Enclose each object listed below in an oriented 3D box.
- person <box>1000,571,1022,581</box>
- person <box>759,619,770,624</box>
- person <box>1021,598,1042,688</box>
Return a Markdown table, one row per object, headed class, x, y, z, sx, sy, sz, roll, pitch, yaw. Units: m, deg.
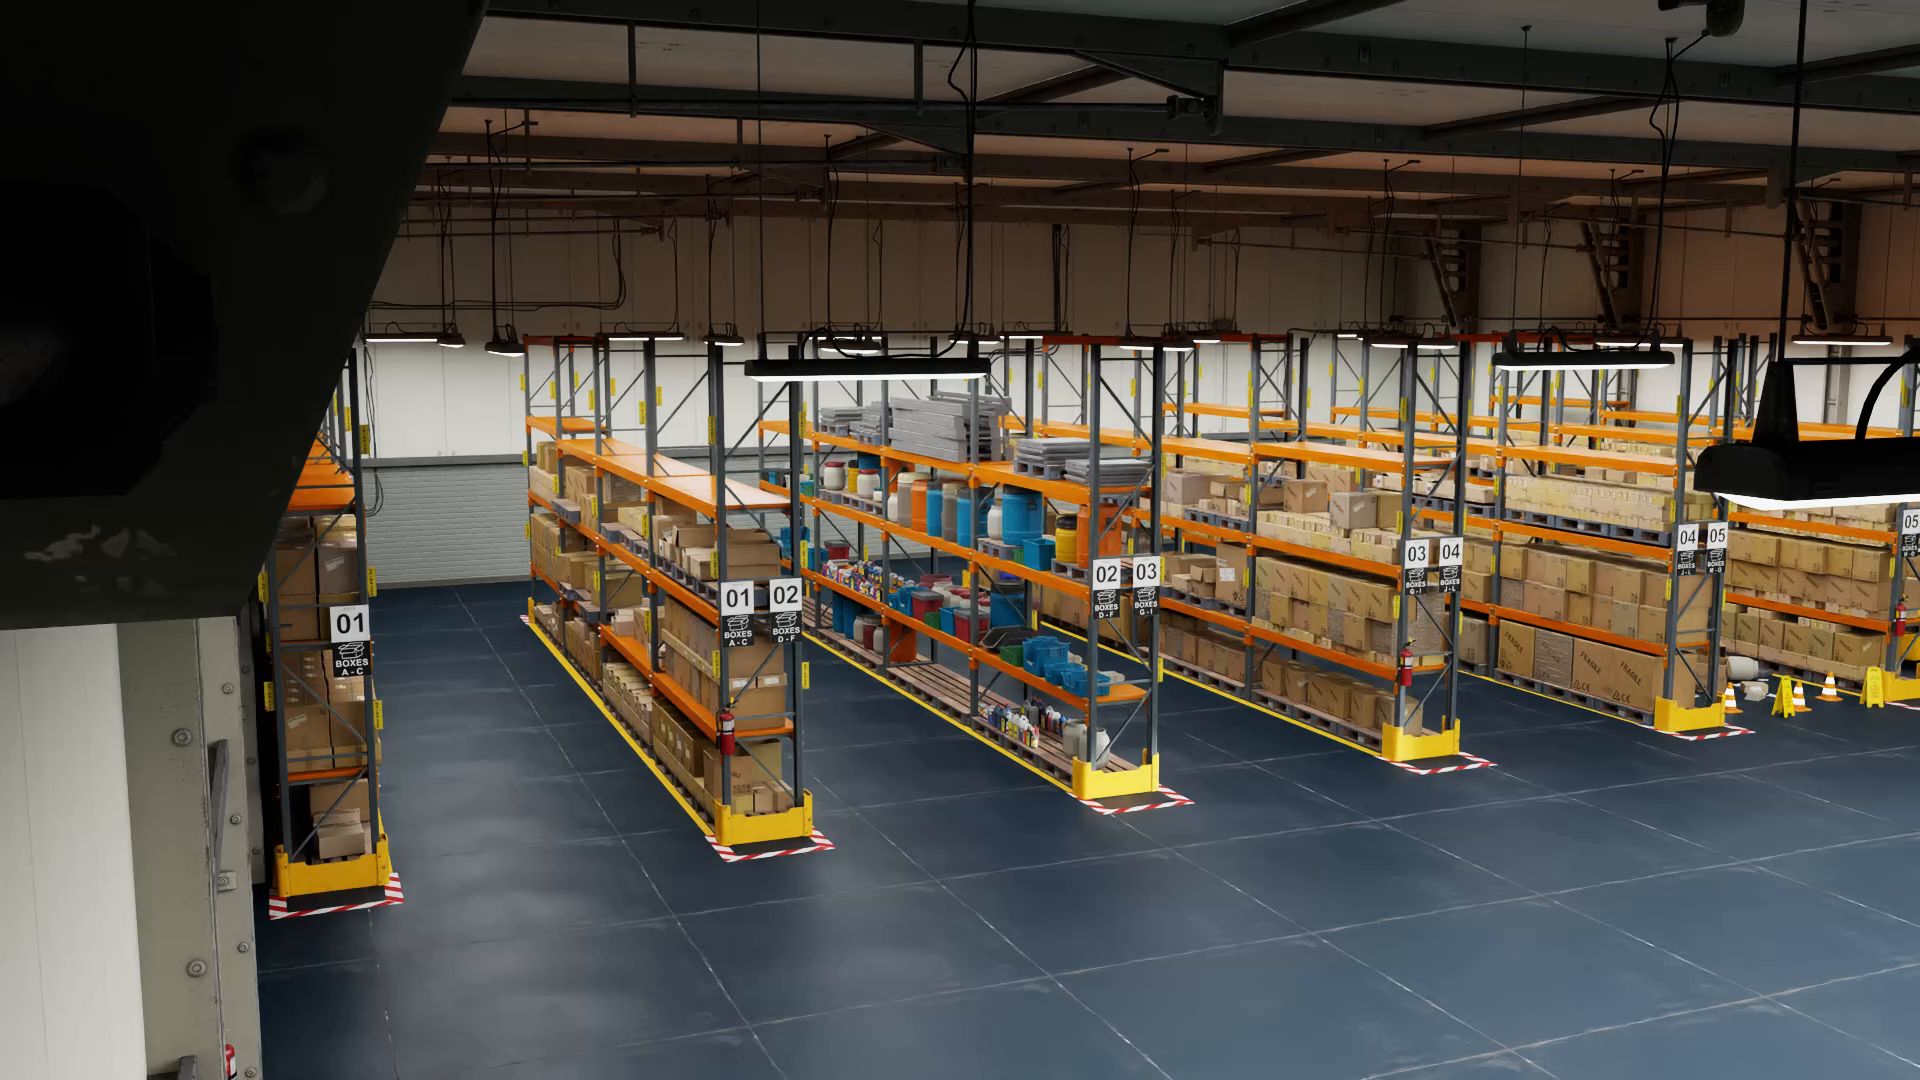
| class | x | y | z | sx | sy | sz | roll | pitch | yaw |
| --- | --- | --- | --- | --- | --- | --- | --- | --- | --- |
| person | 1.036 | 1.064 | 33.520 | 0.503 | 1.585 | 1.035 | -2 | 8 | -14 |
| person | -3.997 | 0.886 | 34.323 | 0.645 | 1.802 | 0.583 | 1 | 8 | 7 |
| person | 1.209 | 1.647 | 28.805 | 0.668 | 1.760 | 0.659 | 7 | 11 | 44 |
